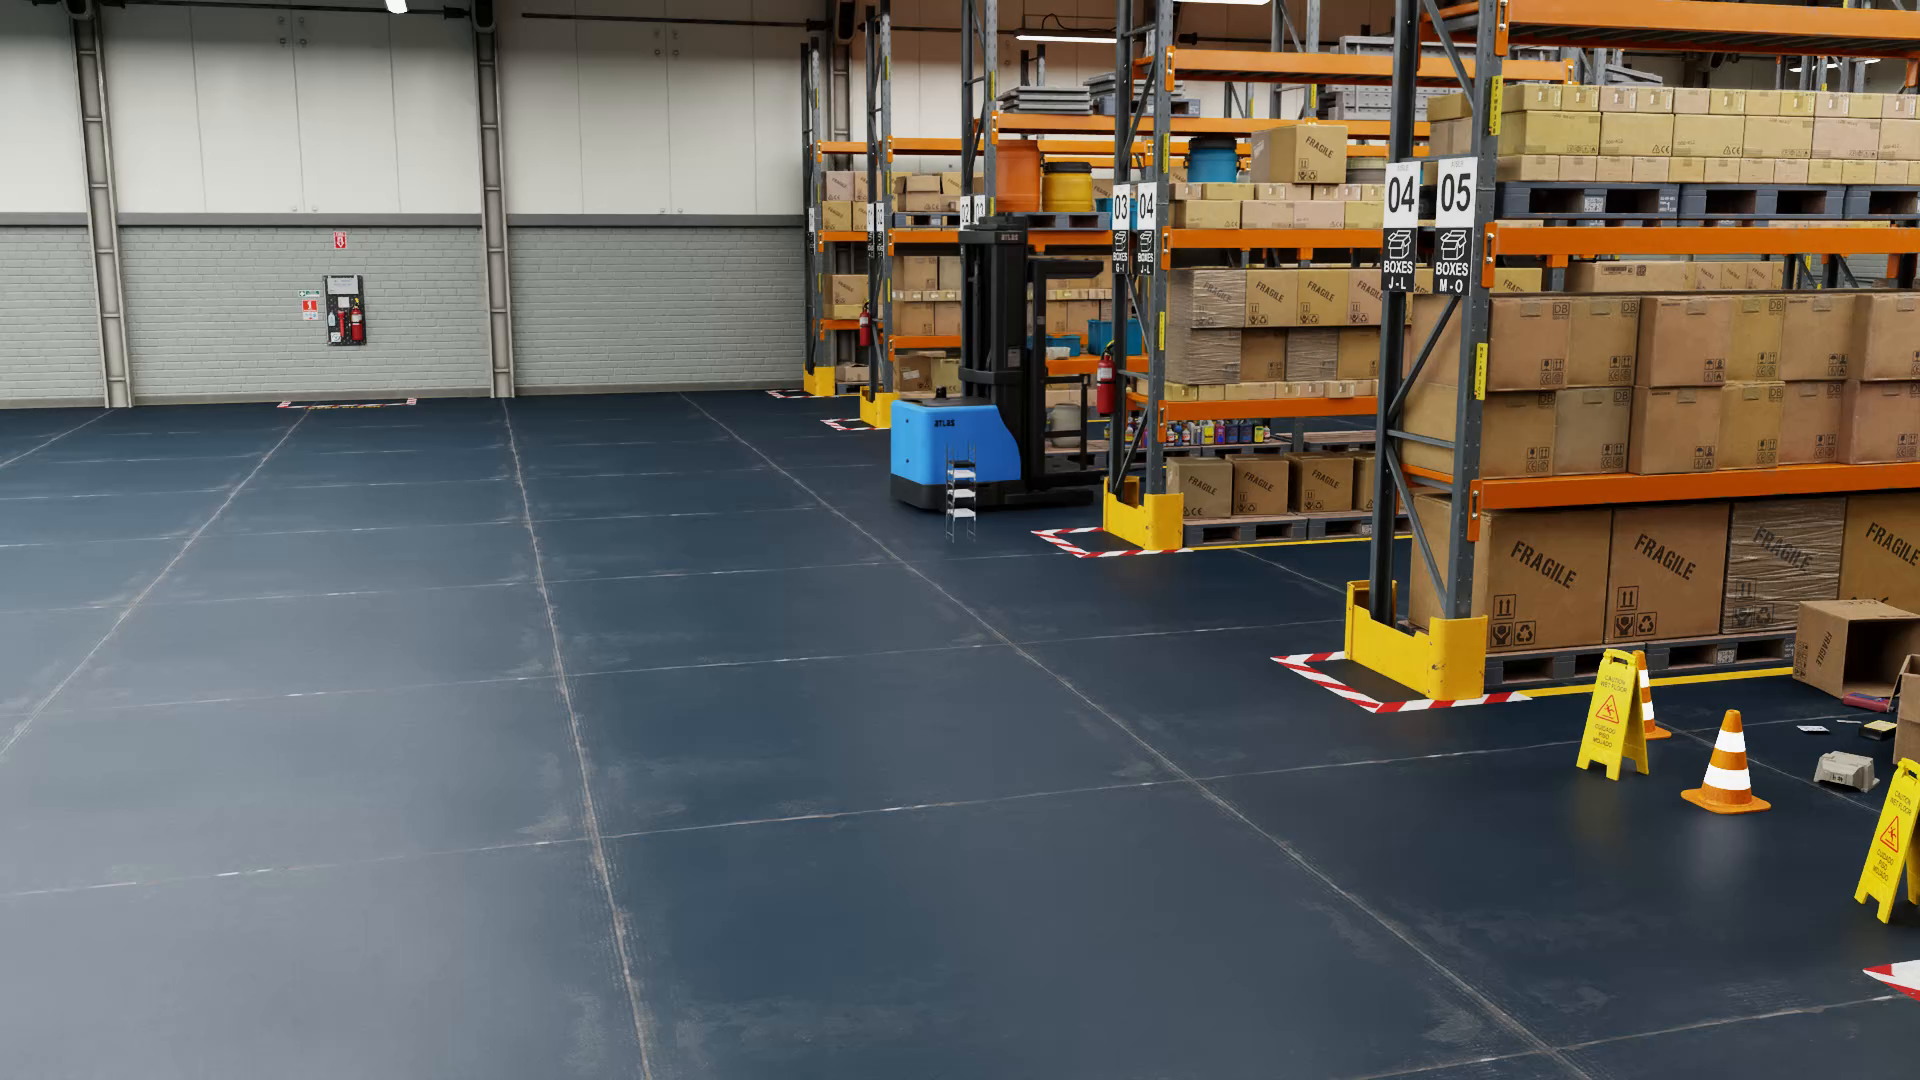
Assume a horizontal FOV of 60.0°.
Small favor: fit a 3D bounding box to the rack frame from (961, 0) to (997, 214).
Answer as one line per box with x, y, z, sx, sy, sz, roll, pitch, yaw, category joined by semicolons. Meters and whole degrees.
0.214;-5.294;19.150;0.127;3.000;1.000;-3;11;-16;rack frame

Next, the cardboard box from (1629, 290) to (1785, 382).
4.805;-1.330;10.792;0.500;0.550;0.875;-3;11;-16;cardboard box

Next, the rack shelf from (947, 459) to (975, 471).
0.008;-0.676;15.128;0.200;0.077;0.258;-3;11;-16;rack shelf

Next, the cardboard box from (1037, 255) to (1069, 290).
1.283;-4.020;24.940;0.500;0.500;0.700;-3;11;-16;cardboard box

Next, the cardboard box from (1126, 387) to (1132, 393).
2.289;-2.200;25.349;0.500;0.250;0.500;-3;11;-16;cardboard box

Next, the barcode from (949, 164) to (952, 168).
-0.169;-6.682;29.728;0.075;0.075;0.001;-3;11;-16;barcode

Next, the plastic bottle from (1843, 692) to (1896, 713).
5.397;0.966;9.832;0.133;0.061;0.283;-8;13;-36;plastic bottle

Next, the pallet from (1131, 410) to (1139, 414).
3.370;-2.080;25.963;1.213;0.211;1.003;-3;11;-16;pallet

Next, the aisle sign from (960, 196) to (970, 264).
0.062;-3.670;19.719;0.004;0.787;0.394;-3;11;-16;aisle sign

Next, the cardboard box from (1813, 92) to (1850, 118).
5.254;-2.679;10.289;0.250;0.149;0.380;-3;11;-17;cardboard box

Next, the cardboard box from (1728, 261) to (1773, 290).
13.360;-4.459;28.149;0.500;0.500;0.500;-3;11;-14;cardboard box

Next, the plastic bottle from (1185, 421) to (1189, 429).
2.835;-1.328;20.468;0.133;0.283;0.061;-3;11;-16;plastic bottle

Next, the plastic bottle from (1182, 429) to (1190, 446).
2.759;-1.259;20.317;0.097;0.201;0.097;0;10;0;plastic bottle

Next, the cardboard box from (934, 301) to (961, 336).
-0.212;-3.303;24.628;0.500;0.500;0.700;-3;11;-14;cardboard box

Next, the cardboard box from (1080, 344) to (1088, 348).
2.409;-3.687;30.609;0.500;0.250;0.500;-3;11;-17;cardboard box

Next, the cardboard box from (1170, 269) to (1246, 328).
2.202;-2.150;14.784;0.500;0.500;0.500;-3;11;-16;cardboard box

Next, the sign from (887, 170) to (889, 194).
-1.018;-5.052;23.488;0.005;0.325;0.100;-3;11;-16;sign

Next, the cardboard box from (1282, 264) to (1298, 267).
6.150;-5.050;31.172;0.500;0.250;0.500;-3;11;-17;cardboard box

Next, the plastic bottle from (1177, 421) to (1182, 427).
2.812;-1.447;21.111;0.133;0.283;0.061;-3;11;-13;plastic bottle

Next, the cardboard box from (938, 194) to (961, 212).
-0.135;-4.985;24.629;0.500;0.250;0.500;-3;11;-16;cardboard box

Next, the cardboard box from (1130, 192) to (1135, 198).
3.017;-6.075;30.243;0.500;0.500;0.500;-3;11;-18;cardboard box

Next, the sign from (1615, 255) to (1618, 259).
12.945;-5.466;32.804;0.005;0.325;0.100;-3;11;-16;sign

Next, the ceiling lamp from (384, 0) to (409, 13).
-7.916;-8.832;22.247;0.800;3.185;2.000;-3;11;-16;ceiling lamp

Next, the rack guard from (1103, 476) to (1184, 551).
1.671;-0.257;15.264;0.348;0.500;1.175;-3;11;-16;rack guard

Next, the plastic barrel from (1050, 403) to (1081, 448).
1.306;-1.398;20.272;0.421;0.512;0.421;0;10;0;plastic barrel

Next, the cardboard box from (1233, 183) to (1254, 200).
2.411;-3.084;14.746;0.250;0.149;0.380;-3;11;-17;cardboard box

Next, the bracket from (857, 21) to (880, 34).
-1.627;-8.931;28.968;0.430;0.232;0.235;-3;11;-16;bracket

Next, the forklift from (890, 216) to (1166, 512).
0.837;-1.867;17.295;3.031;2.935;1.130;-4;11;-22;forklift

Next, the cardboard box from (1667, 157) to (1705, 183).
4.276;-2.235;10.079;0.250;0.149;0.380;-3;11;-16;cardboard box

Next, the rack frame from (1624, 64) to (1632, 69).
12.807;-7.826;32.904;0.127;3.000;1.000;-3;11;-16;rack frame

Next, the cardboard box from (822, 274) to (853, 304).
-2.162;-4.431;29.323;0.500;0.500;0.500;-3;11;-17;cardboard box

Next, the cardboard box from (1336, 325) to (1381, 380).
3.556;-1.788;15.580;0.500;0.500;0.875;-3;11;-16;cardboard box

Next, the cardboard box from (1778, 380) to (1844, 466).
5.304;-0.832;11.069;0.550;0.550;0.875;-3;11;-16;cardboard box

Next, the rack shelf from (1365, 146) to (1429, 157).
8.434;-6.110;26.679;4.000;0.370;1.077;-3;11;-16;rack shelf

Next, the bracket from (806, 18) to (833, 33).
-2.424;-8.889;28.739;0.430;0.232;0.235;-3;11;-16;bracket

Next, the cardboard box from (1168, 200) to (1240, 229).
2.133;-2.863;14.647;0.500;0.250;0.500;-3;11;-14;cardboard box

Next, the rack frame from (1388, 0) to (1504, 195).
2.888;-3.565;9.762;0.127;3.000;1.000;-3;11;-16;rack frame

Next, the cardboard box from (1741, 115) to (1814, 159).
4.876;-2.475;10.281;0.500;0.250;0.500;-3;11;-16;cardboard box

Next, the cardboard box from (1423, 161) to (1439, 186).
3.112;-2.298;10.421;0.250;0.149;0.380;-3;11;-16;cardboard box

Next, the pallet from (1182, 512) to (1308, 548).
2.461;-0.150;15.480;1.213;0.211;1.003;-3;11;-16;pallet

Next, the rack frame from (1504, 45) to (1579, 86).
5.439;-4.635;15.573;0.127;3.000;1.000;-3;11;-16;rack frame

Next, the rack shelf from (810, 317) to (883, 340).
-0.635;-3.813;29.663;4.000;0.370;1.077;-3;11;-16;rack shelf

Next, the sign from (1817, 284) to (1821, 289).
9.121;-2.553;17.634;0.005;0.325;0.100;-3;11;-16;sign

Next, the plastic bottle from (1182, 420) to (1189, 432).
2.851;-1.428;21.043;0.097;0.271;0.097;0;10;0;plastic bottle

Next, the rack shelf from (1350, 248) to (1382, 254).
4.594;-4.630;25.815;4.000;0.370;1.077;-3;11;-16;rack shelf

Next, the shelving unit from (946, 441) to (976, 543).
0.008;-0.443;15.171;0.210;0.900;0.258;-3;11;-16;shelving unit

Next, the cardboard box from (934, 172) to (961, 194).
-0.142;-6.164;29.067;0.500;0.500;0.500;-3;11;-18;cardboard box

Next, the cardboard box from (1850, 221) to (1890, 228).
8.891;-3.222;16.595;0.500;0.250;0.500;-3;11;-16;cardboard box

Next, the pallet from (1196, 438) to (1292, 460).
3.398;-1.148;20.900;1.213;0.211;1.003;-3;11;-16;pallet

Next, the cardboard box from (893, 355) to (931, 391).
-0.735;-2.506;24.943;0.500;0.500;0.500;-3;11;-16;cardboard box

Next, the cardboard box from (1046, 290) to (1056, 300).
1.253;-3.660;24.779;0.250;0.149;0.380;-3;11;-14;cardboard box

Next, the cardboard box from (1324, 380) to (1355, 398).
3.406;-1.391;15.213;0.250;0.149;0.380;-3;11;-16;cardboard box

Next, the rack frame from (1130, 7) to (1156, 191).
2.674;-6.357;24.928;0.127;3.000;1.000;-3;11;-16;rack frame

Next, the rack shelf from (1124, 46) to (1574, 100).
3.519;-4.178;15.089;4.000;0.370;1.077;-3;11;-16;rack shelf

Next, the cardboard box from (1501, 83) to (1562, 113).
3.297;-2.576;9.728;0.250;0.149;0.380;-3;11;-15;cardboard box

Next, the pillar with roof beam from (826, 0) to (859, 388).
-0.922;-6.453;25.450;0.548;9.000;9.100;-3;11;-16;pillar with roof beam
